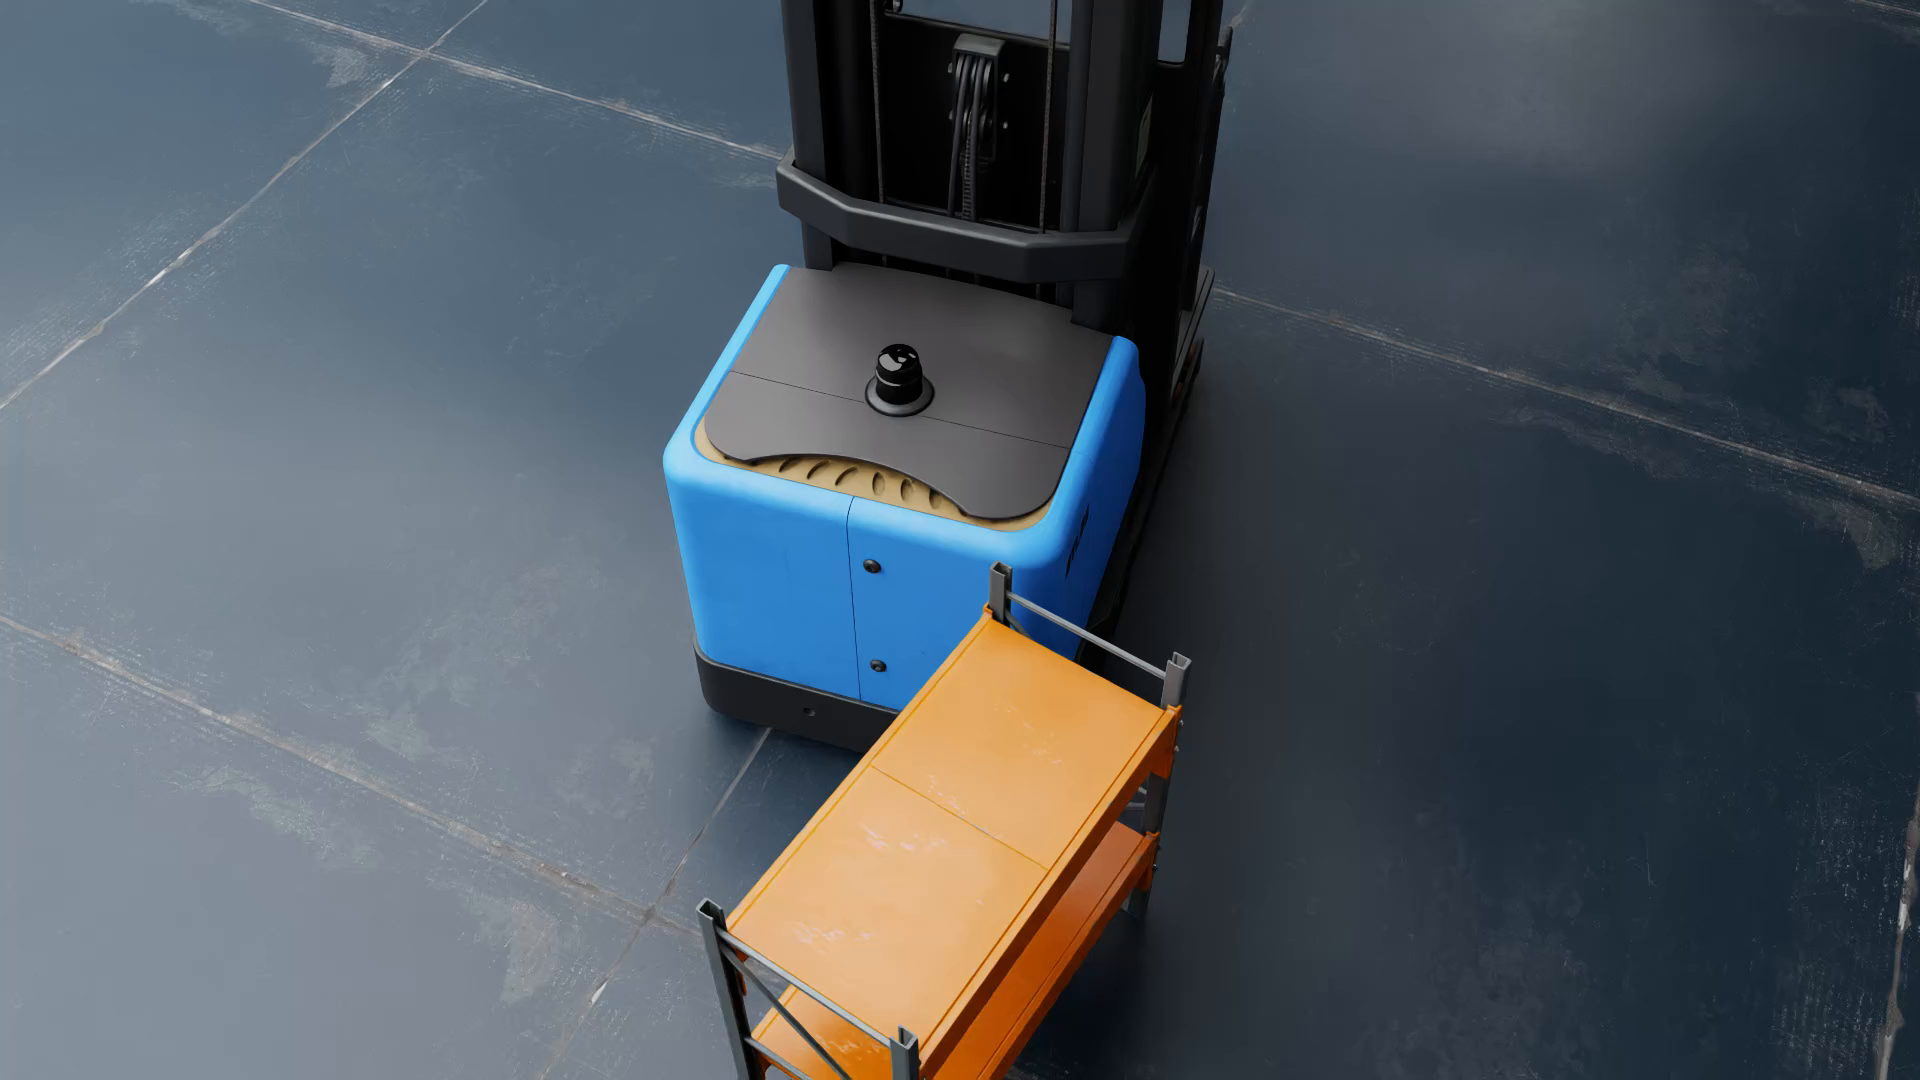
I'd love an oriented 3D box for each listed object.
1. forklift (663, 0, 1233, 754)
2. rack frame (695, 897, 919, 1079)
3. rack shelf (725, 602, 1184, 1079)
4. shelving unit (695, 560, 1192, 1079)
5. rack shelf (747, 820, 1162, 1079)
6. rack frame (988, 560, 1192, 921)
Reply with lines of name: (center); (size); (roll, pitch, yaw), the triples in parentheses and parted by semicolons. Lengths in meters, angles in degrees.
forklift: (0.192, -1.406, 4.522); (1.130, 2.935, 3.031); (14, 51, 11)
rack frame: (-0.291, 1.166, 3.519); (0.500, 1.125, 0.032); (27, 55, 21)
rack shelf: (-0.005, 0.656, 3.569); (0.538, 0.278, 1.000); (27, 55, 21)
shelving unit: (-0.005, 0.845, 3.792); (0.538, 1.125, 1.048); (27, 55, 21)
rack shelf: (-0.005, 1.004, 3.978); (0.538, 0.278, 1.000); (27, 55, 21)
rack frame: (0.280, 0.525, 4.065); (0.500, 1.125, 0.032); (27, 55, 21)
